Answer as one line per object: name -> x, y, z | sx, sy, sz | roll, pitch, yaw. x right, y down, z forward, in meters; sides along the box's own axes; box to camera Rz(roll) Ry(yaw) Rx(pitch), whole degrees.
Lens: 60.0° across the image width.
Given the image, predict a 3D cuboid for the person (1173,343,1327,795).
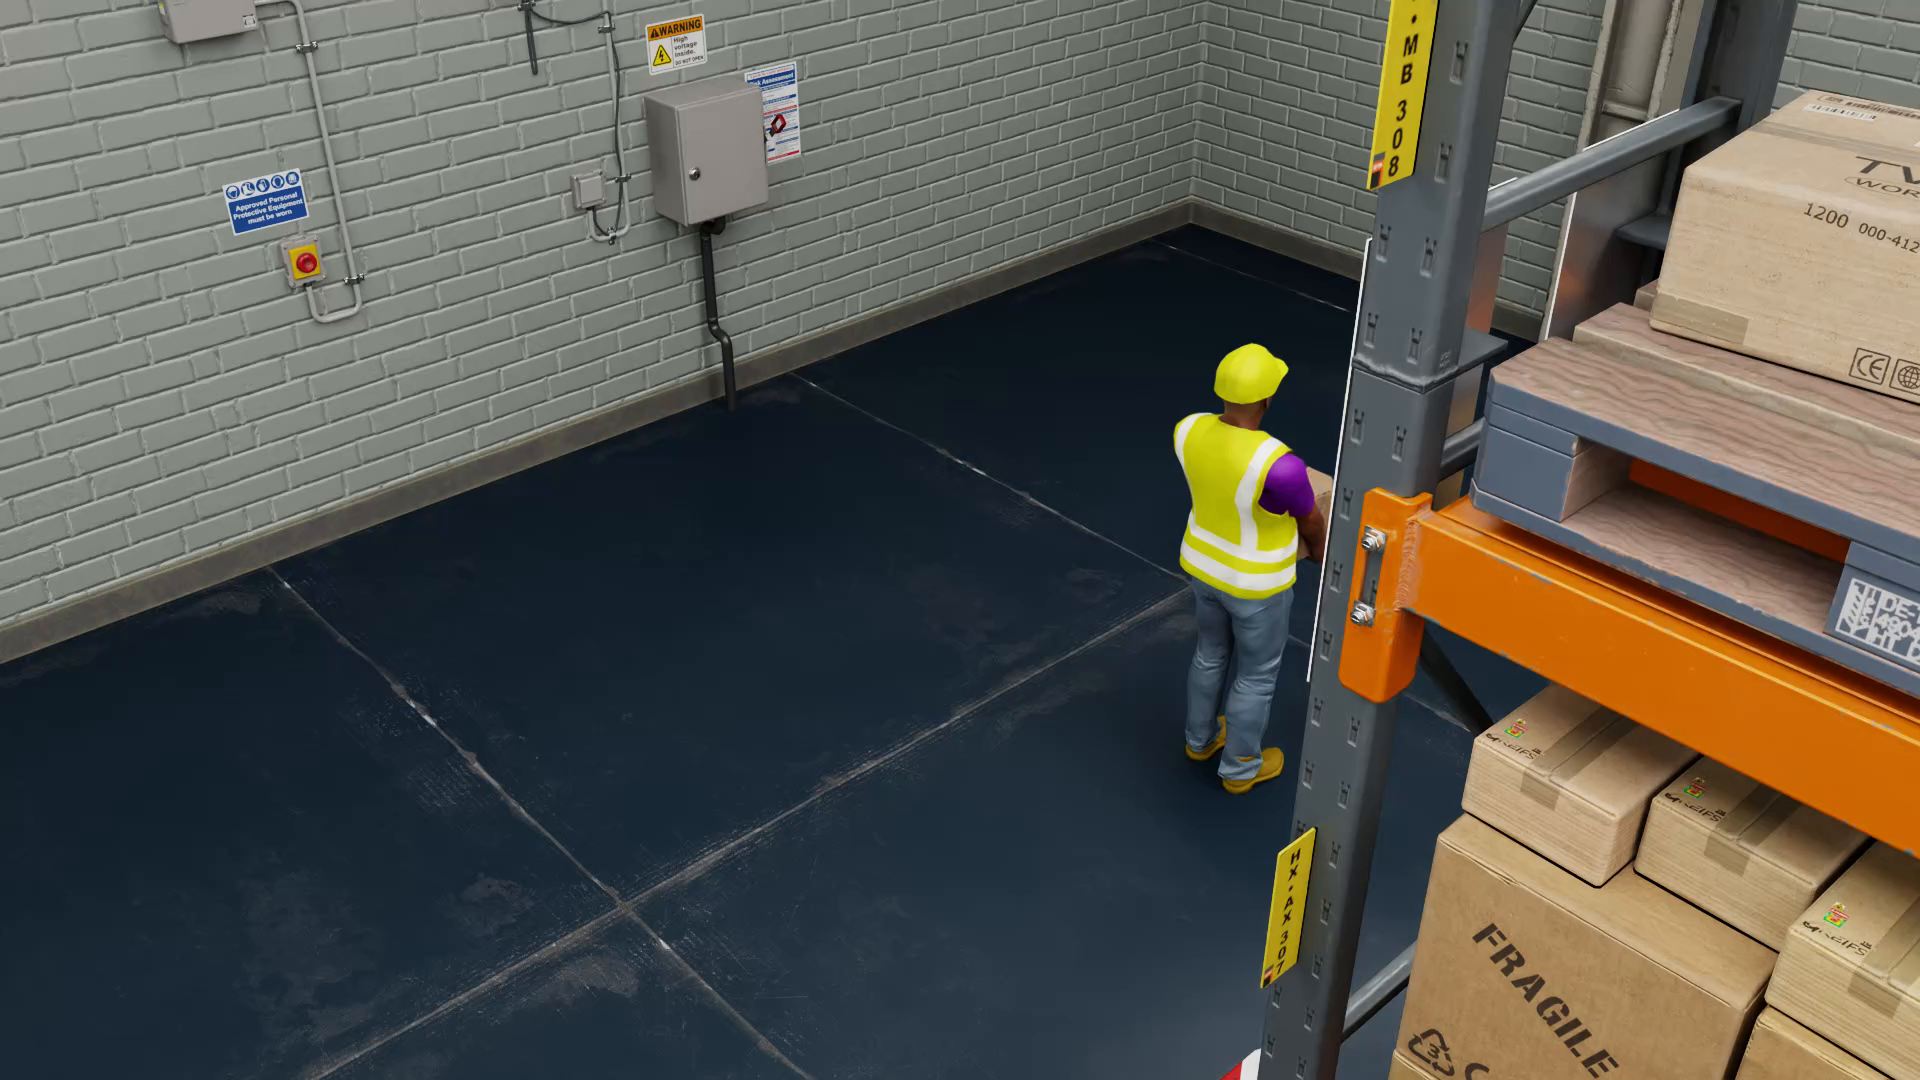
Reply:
person -> 1.063, 0.071, 6.000 | 0.575, 1.761, 0.504 | -25, 40, -35
